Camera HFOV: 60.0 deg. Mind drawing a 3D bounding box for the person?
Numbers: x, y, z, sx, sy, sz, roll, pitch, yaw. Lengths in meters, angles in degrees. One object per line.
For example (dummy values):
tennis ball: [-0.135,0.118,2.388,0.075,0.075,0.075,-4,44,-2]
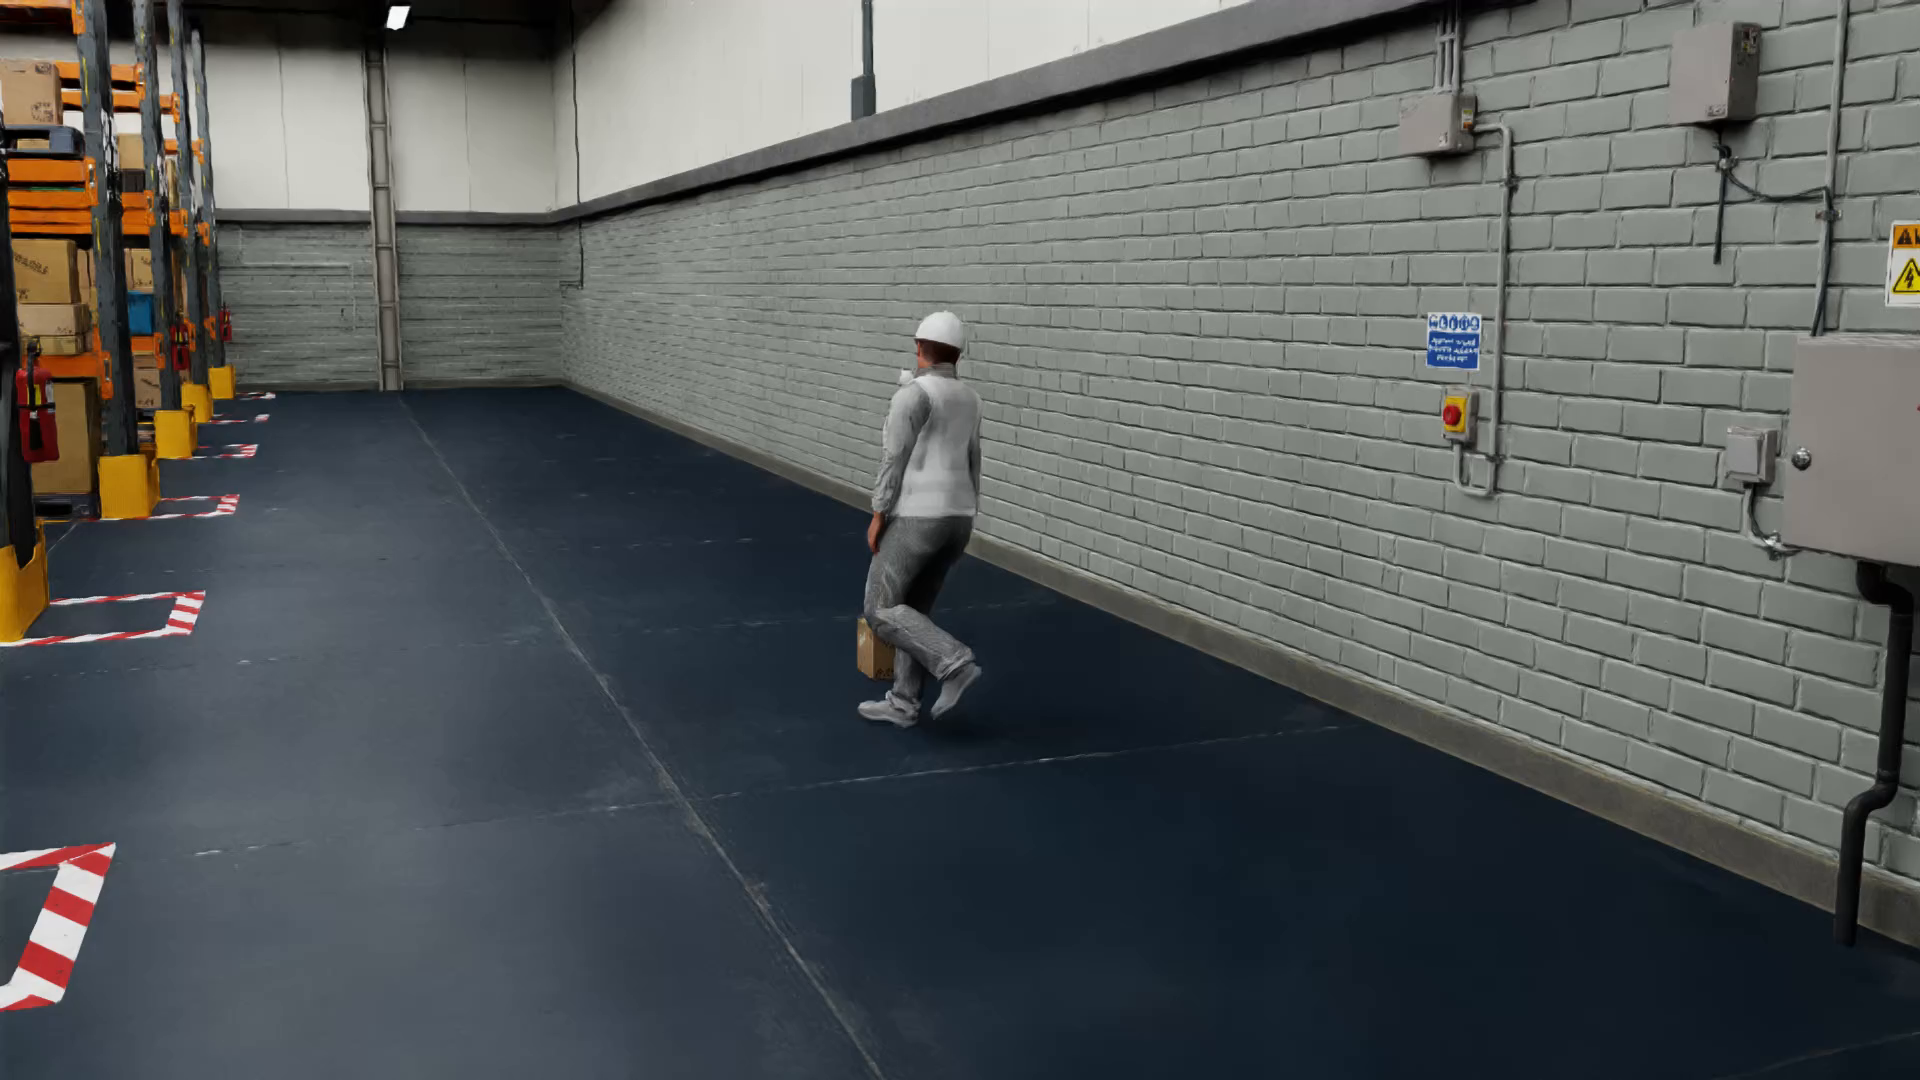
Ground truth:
person: [-0.104,-0.079,6.980,0.661,1.749,0.585,6,11,35]
